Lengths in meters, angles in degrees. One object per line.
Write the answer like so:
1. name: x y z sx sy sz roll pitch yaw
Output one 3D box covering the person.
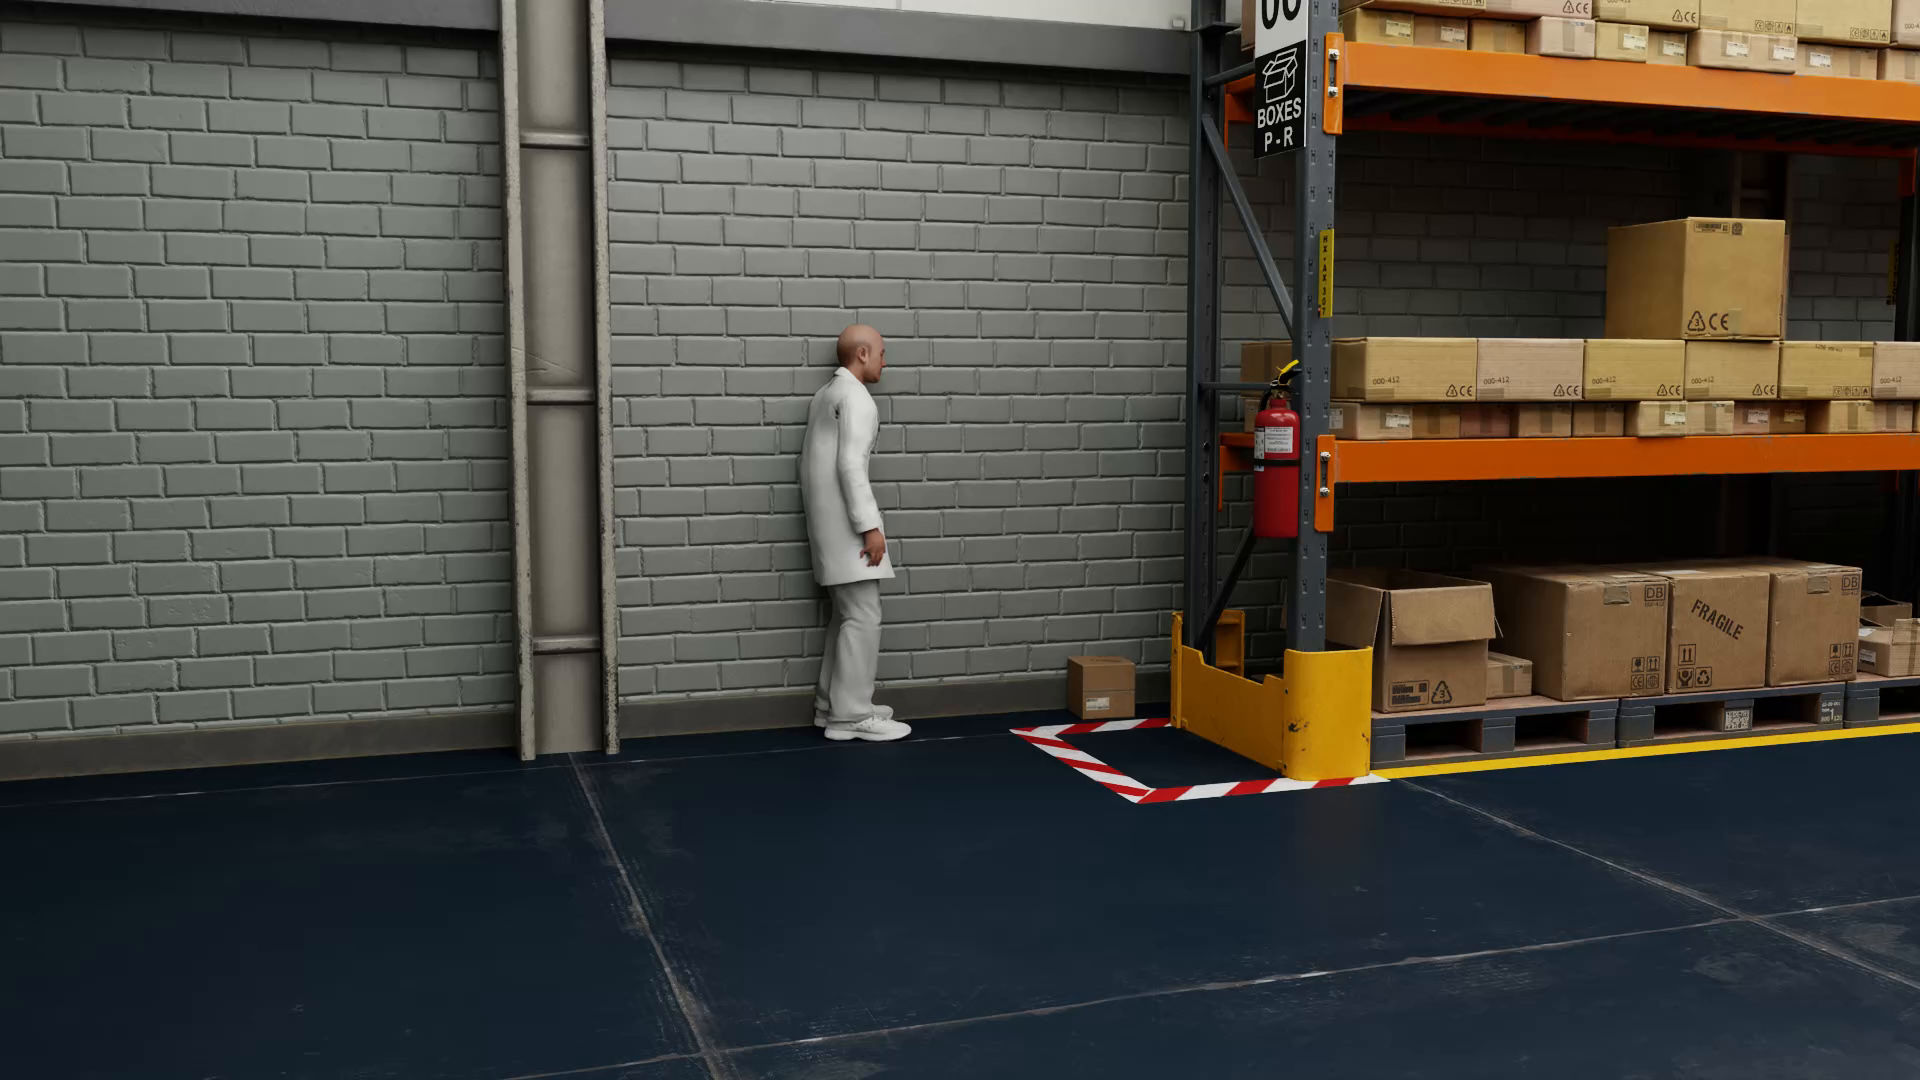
1. person: -0.473 -0.047 7.246 0.426 1.773 0.652 -2 6 -16
